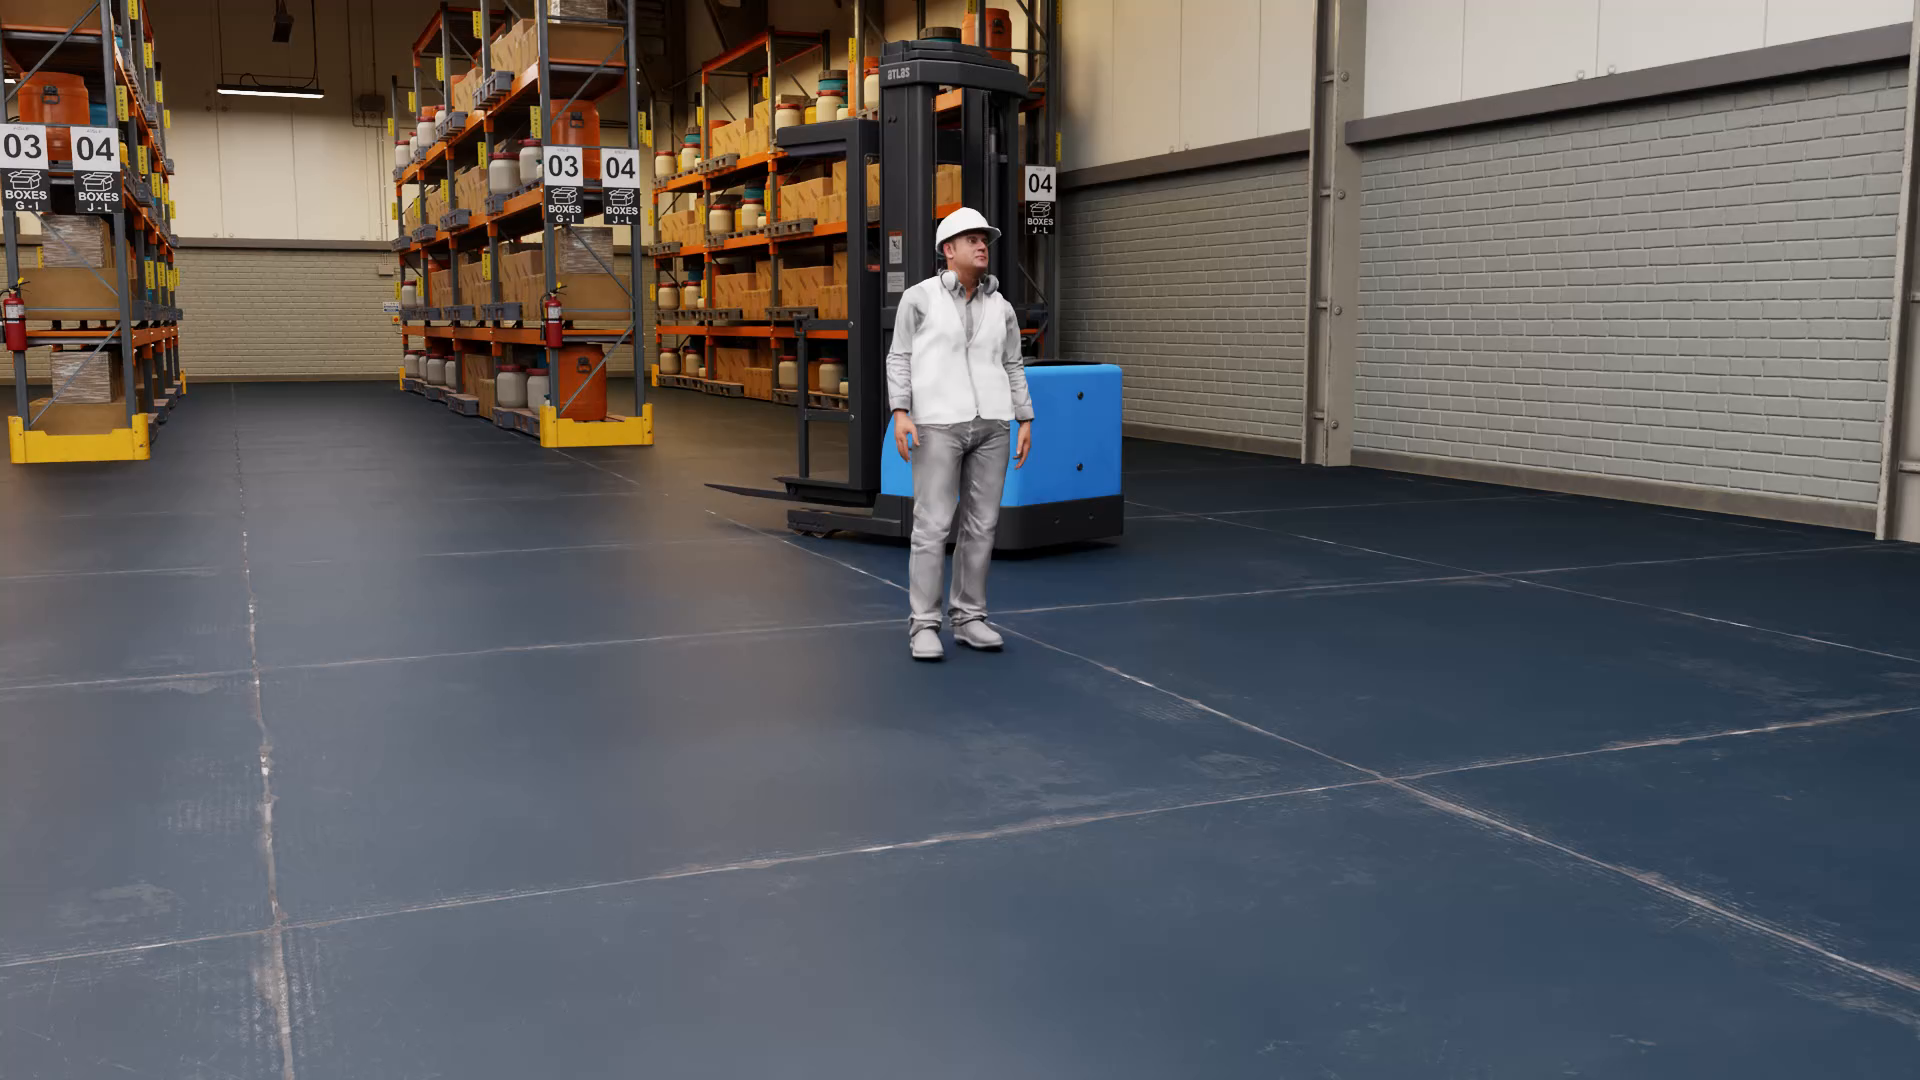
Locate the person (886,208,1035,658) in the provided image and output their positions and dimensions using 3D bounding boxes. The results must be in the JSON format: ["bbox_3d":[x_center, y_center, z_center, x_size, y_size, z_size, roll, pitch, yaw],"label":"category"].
[{"bbox_3d":[0.030,-0.449,6.716,0.632,1.773,0.569,-3,8,-23],"label":"person"}]

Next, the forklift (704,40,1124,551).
[{"bbox_3d":[-0.436,-1.509,10.383,3.031,2.935,1.130,7,10,44],"label":"forklift"}]
